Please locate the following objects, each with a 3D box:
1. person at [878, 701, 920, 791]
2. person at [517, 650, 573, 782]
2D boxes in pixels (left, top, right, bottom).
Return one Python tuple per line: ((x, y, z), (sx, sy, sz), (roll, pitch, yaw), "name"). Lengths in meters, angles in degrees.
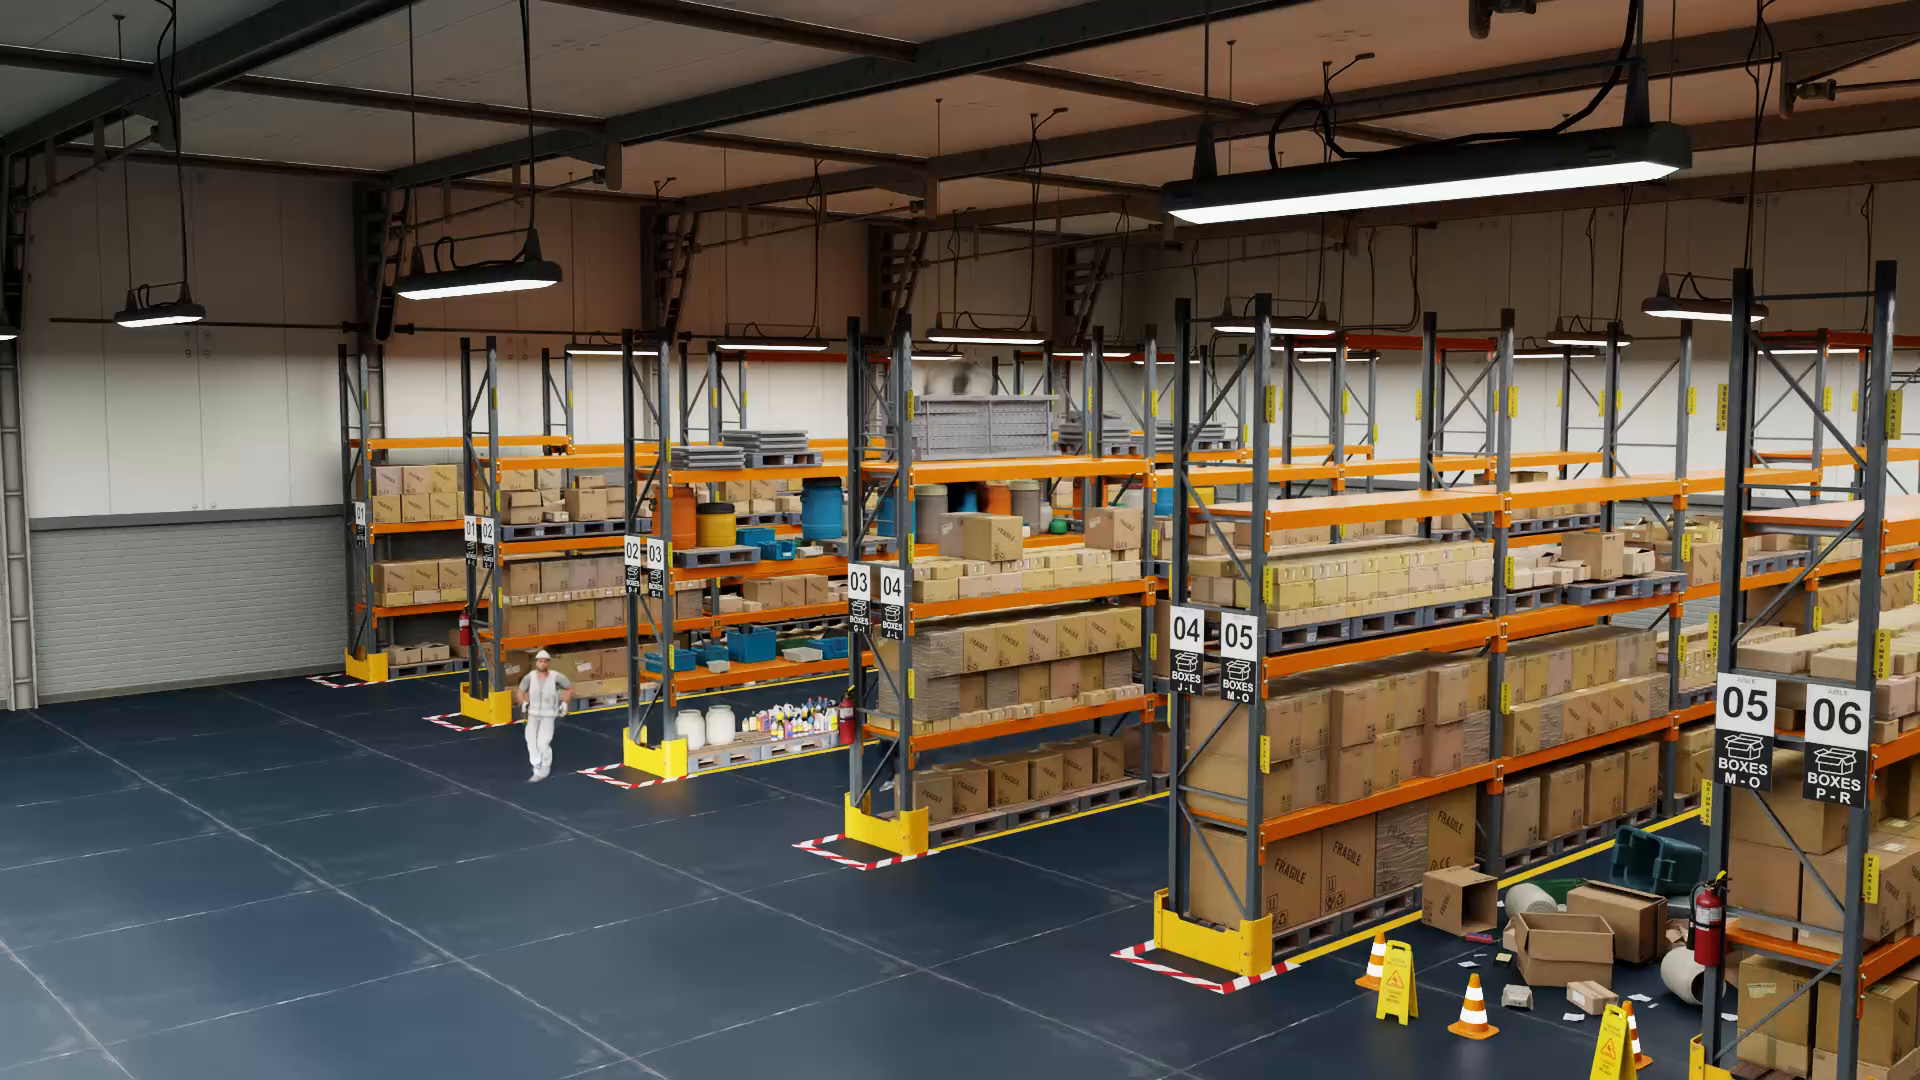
((-0.803, 2.425, 21.546), (0.683, 1.570, 0.564), (-5, 7, -43), "person")
((-5.500, 2.333, 21.896), (0.687, 1.755, 0.605), (0, 5, 3), "person")
